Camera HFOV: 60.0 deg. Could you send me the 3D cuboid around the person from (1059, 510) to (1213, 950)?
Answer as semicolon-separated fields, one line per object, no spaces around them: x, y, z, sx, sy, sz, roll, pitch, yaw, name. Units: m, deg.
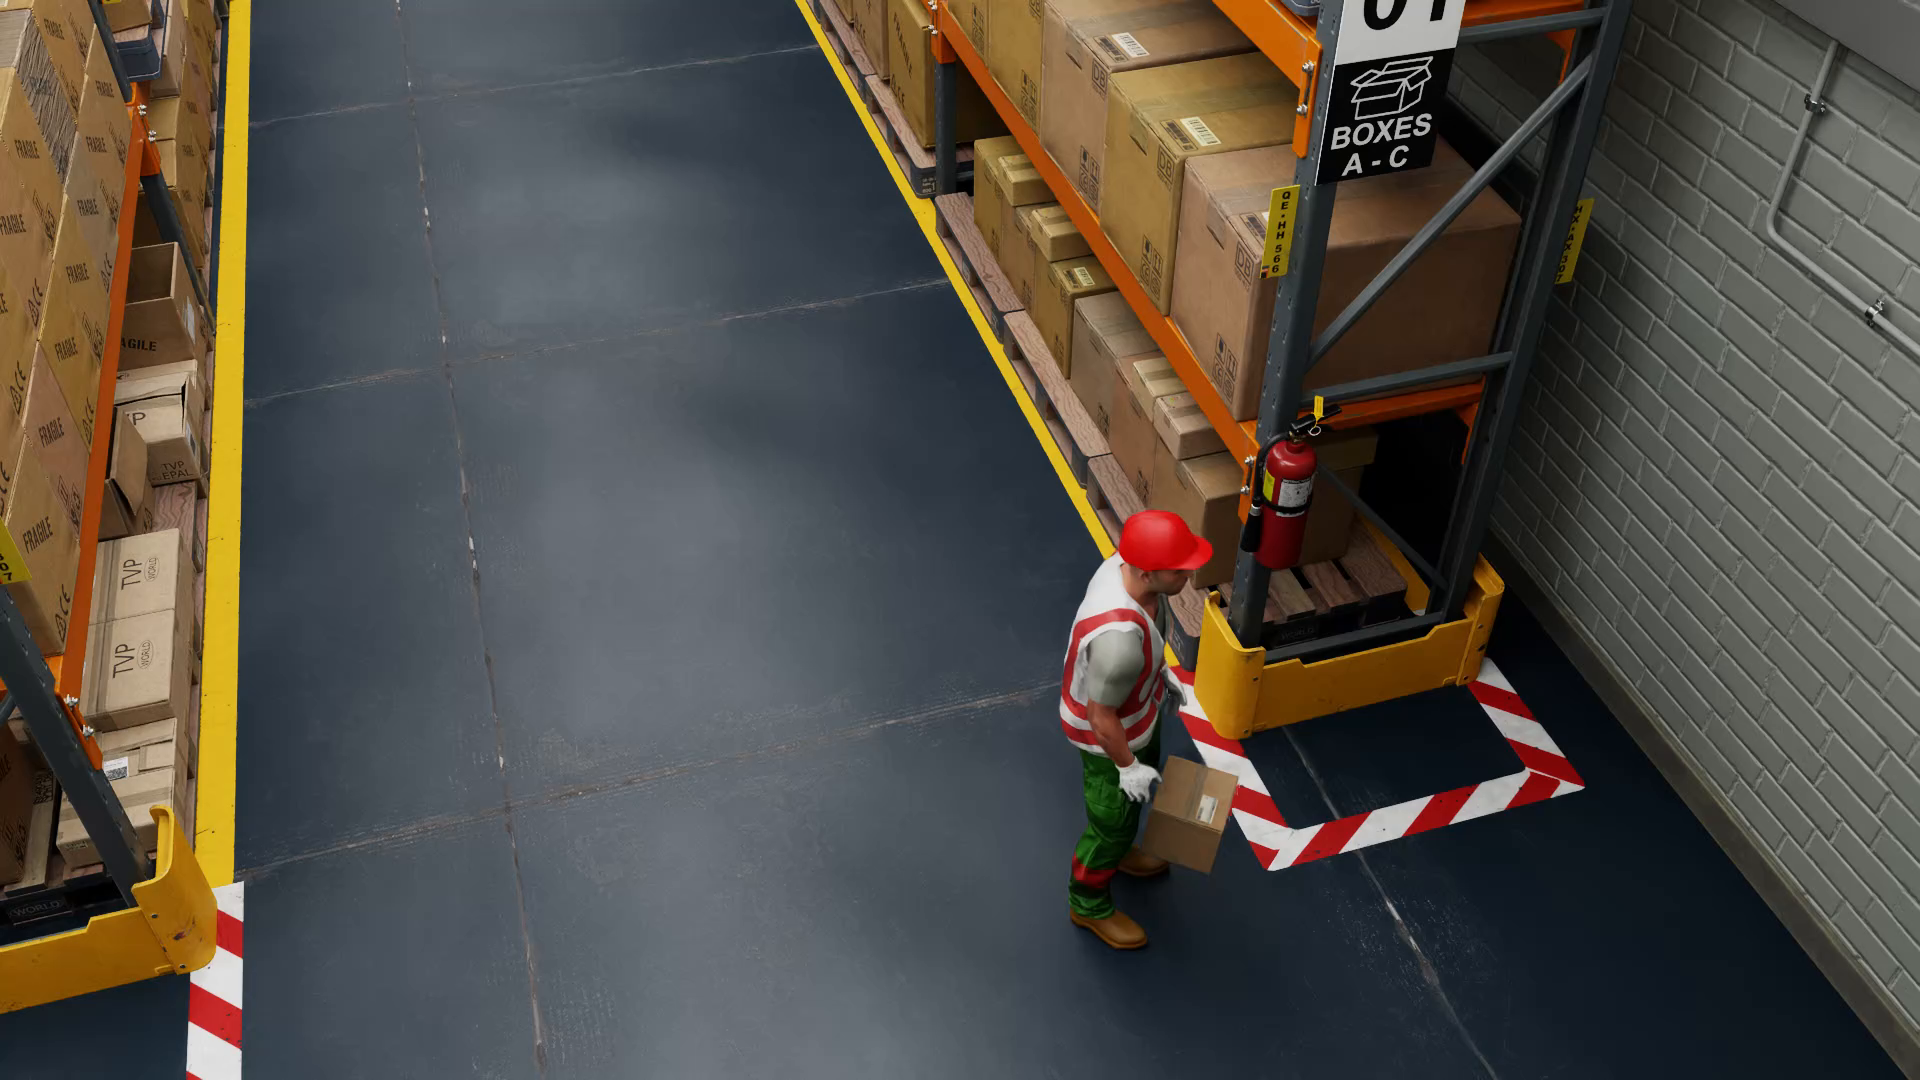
0.546;0.594;5.481;0.417;1.785;0.553;13;43;14;person
